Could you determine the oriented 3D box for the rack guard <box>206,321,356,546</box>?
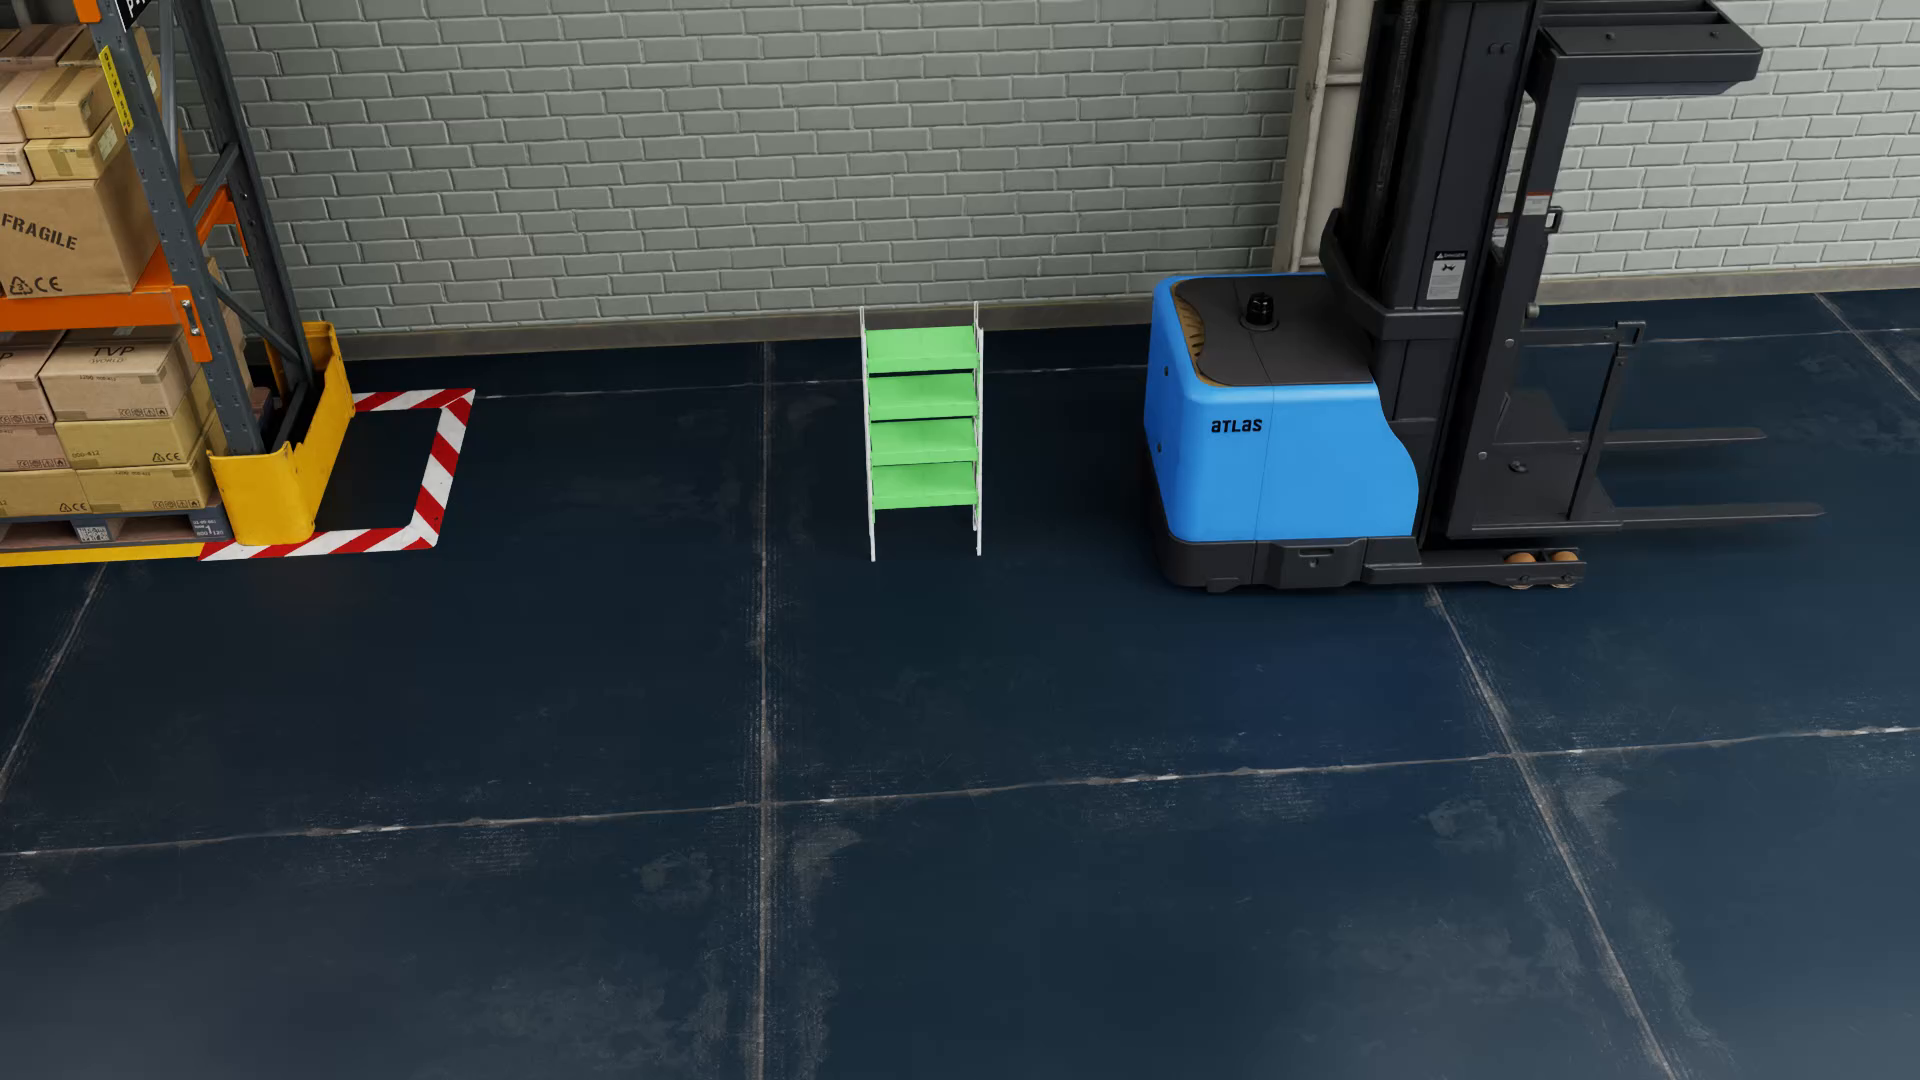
[{"bbox_3d":[-3.250,-0.534,8.023,0.348,0.500,1.175,-3,38,-4],"label":"rack guard"}]

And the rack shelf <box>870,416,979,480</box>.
[{"bbox_3d":[-0.165,-0.412,7.406,0.480,0.148,0.258,-3,38,-4],"label":"rack shelf"}]

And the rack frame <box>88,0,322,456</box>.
[{"bbox_3d":[-3.274,-1.514,7.247,0.127,3.000,1.000,-3,38,-4],"label":"rack frame"}]

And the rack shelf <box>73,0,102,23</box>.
[{"bbox_3d":[-5.266,-2.299,6.402,4.000,0.370,1.077,-3,38,-4],"label":"rack shelf"}]

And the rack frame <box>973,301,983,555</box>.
[{"bbox_3d":[0.078,-0.475,7.384,0.015,1.200,0.240,-3,38,-4],"label":"rack frame"}]

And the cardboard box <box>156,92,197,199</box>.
[{"bbox_3d":[-3.792,-1.697,7.399,0.500,0.500,0.500,-2,38,-3],"label":"cardboard box"}]

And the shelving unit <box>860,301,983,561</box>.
[{"bbox_3d":[-0.165,-0.462,7.367,0.503,1.200,0.258,-3,38,-4],"label":"shelving unit"}]

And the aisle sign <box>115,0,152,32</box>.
[{"bbox_3d":[-3.182,-2.357,6.217,0.004,0.787,0.394,-3,38,-4],"label":"aisle sign"}]

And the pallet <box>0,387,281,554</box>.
[{"bbox_3d":[-4.032,-0.351,8.025,1.213,0.211,1.003,-3,38,-4],"label":"pallet"}]

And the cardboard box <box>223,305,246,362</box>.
[{"bbox_3d":[-3.760,-0.898,7.943,0.500,0.250,0.500,-2,38,-3],"label":"cardboard box"}]

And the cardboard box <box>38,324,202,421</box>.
[{"bbox_3d":[-3.705,-0.774,7.383,0.500,0.250,0.500,-2,38,-2],"label":"cardboard box"}]

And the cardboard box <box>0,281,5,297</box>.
[{"bbox_3d":[-4.258,-1.341,6.948,0.500,0.500,0.500,-2,38,-3],"label":"cardboard box"}]

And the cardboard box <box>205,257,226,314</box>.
[{"bbox_3d":[-3.769,-1.082,7.773,0.500,0.250,0.500,-4,38,-5],"label":"cardboard box"}]

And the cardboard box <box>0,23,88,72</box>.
[{"bbox_3d":[-3.897,-2.062,7.097,0.250,0.149,0.380,-2,38,-2],"label":"cardboard box"}]

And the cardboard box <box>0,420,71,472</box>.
[{"bbox_3d":[-4.231,-0.555,7.509,0.500,0.250,0.500,-3,38,-4],"label":"cardboard box"}]

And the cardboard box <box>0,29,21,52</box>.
[{"bbox_3d":[-4.152,-2.021,7.045,0.250,0.149,0.380,-2,38,-3],"label":"cardboard box"}]

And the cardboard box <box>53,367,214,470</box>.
[{"bbox_3d":[-3.731,-0.576,7.535,0.500,0.250,0.500,-4,38,-5],"label":"cardboard box"}]

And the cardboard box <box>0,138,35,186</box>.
[{"bbox_3d":[-3.846,-1.583,6.731,0.250,0.149,0.380,-3,38,-3],"label":"cardboard box"}]

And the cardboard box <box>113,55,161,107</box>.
[{"bbox_3d":[-3.634,-1.949,7.194,0.250,0.149,0.380,-4,38,-5],"label":"cardboard box"}]

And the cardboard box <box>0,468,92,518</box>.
[{"bbox_3d":[-4.210,-0.357,7.662,0.500,0.250,0.500,-3,38,-4],"label":"cardboard box"}]

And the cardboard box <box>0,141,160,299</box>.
[{"bbox_3d":[-3.740,-1.364,6.976,0.500,0.500,0.500,-4,38,-5],"label":"cardboard box"}]

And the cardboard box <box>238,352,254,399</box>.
[{"bbox_3d":[-3.780,-0.693,8.087,0.500,0.250,0.500,-3,38,-4],"label":"cardboard box"}]

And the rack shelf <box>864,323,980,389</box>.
[{"bbox_3d":[-0.165,-0.789,7.109,0.480,0.148,0.258,-3,38,-4],"label":"rack shelf"}]

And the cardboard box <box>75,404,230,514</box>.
[{"bbox_3d":[-3.714,-0.378,7.689,0.500,0.250,0.500,-3,38,-4],"label":"cardboard box"}]

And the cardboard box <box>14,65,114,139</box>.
[{"bbox_3d":[-3.612,-1.775,6.733,0.250,0.149,0.380,-3,38,-4],"label":"cardboard box"}]

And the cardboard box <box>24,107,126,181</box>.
[{"bbox_3d":[-3.594,-1.616,6.772,0.250,0.149,0.380,-3,38,-3],"label":"cardboard box"}]

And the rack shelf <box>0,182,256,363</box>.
[{"bbox_3d":[-5.266,-1.122,7.331,4.000,0.370,1.077,-3,38,-4],"label":"rack shelf"}]

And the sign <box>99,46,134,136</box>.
[{"bbox_3d":[-3.239,-1.726,6.390,0.005,0.325,0.100,-3,38,-4],"label":"sign"}]

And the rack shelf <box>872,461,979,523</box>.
[{"bbox_3d":[-0.165,-0.223,7.555,0.480,0.148,0.258,-3,38,-4],"label":"rack shelf"}]

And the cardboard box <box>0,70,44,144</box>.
[{"bbox_3d":[-3.855,-1.742,6.692,0.250,0.149,0.380,-3,38,-4],"label":"cardboard box"}]

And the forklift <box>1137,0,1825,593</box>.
[{"bbox_3d":[2.400,-1.256,6.976,3.031,2.935,1.130,-2,38,-2],"label":"forklift"}]

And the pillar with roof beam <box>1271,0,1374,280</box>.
[{"bbox_3d":[2.311,-2.060,3.096,0.400,9.000,9.100,-3,38,-4],"label":"pillar with roof beam"}]

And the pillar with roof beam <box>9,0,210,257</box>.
[{"bbox_3d":[-3.666,-1.731,2.679,0.400,9.000,9.100,-3,38,-4],"label":"pillar with roof beam"}]

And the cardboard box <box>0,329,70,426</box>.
[{"bbox_3d":[-4.213,-0.742,7.343,0.500,0.250,0.500,-2,38,-3],"label":"cardboard box"}]

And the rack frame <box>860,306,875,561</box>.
[{"bbox_3d":[-0.408,-0.449,7.350,0.015,1.200,0.240,-3,38,-4],"label":"rack frame"}]

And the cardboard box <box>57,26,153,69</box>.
[{"bbox_3d":[-3.627,-2.038,7.067,0.250,0.149,0.380,-4,38,-5],"label":"cardboard box"}]

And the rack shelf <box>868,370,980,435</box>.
[{"bbox_3d":[-0.165,-0.600,7.258,0.480,0.148,0.258,-3,38,-4],"label":"rack shelf"}]
